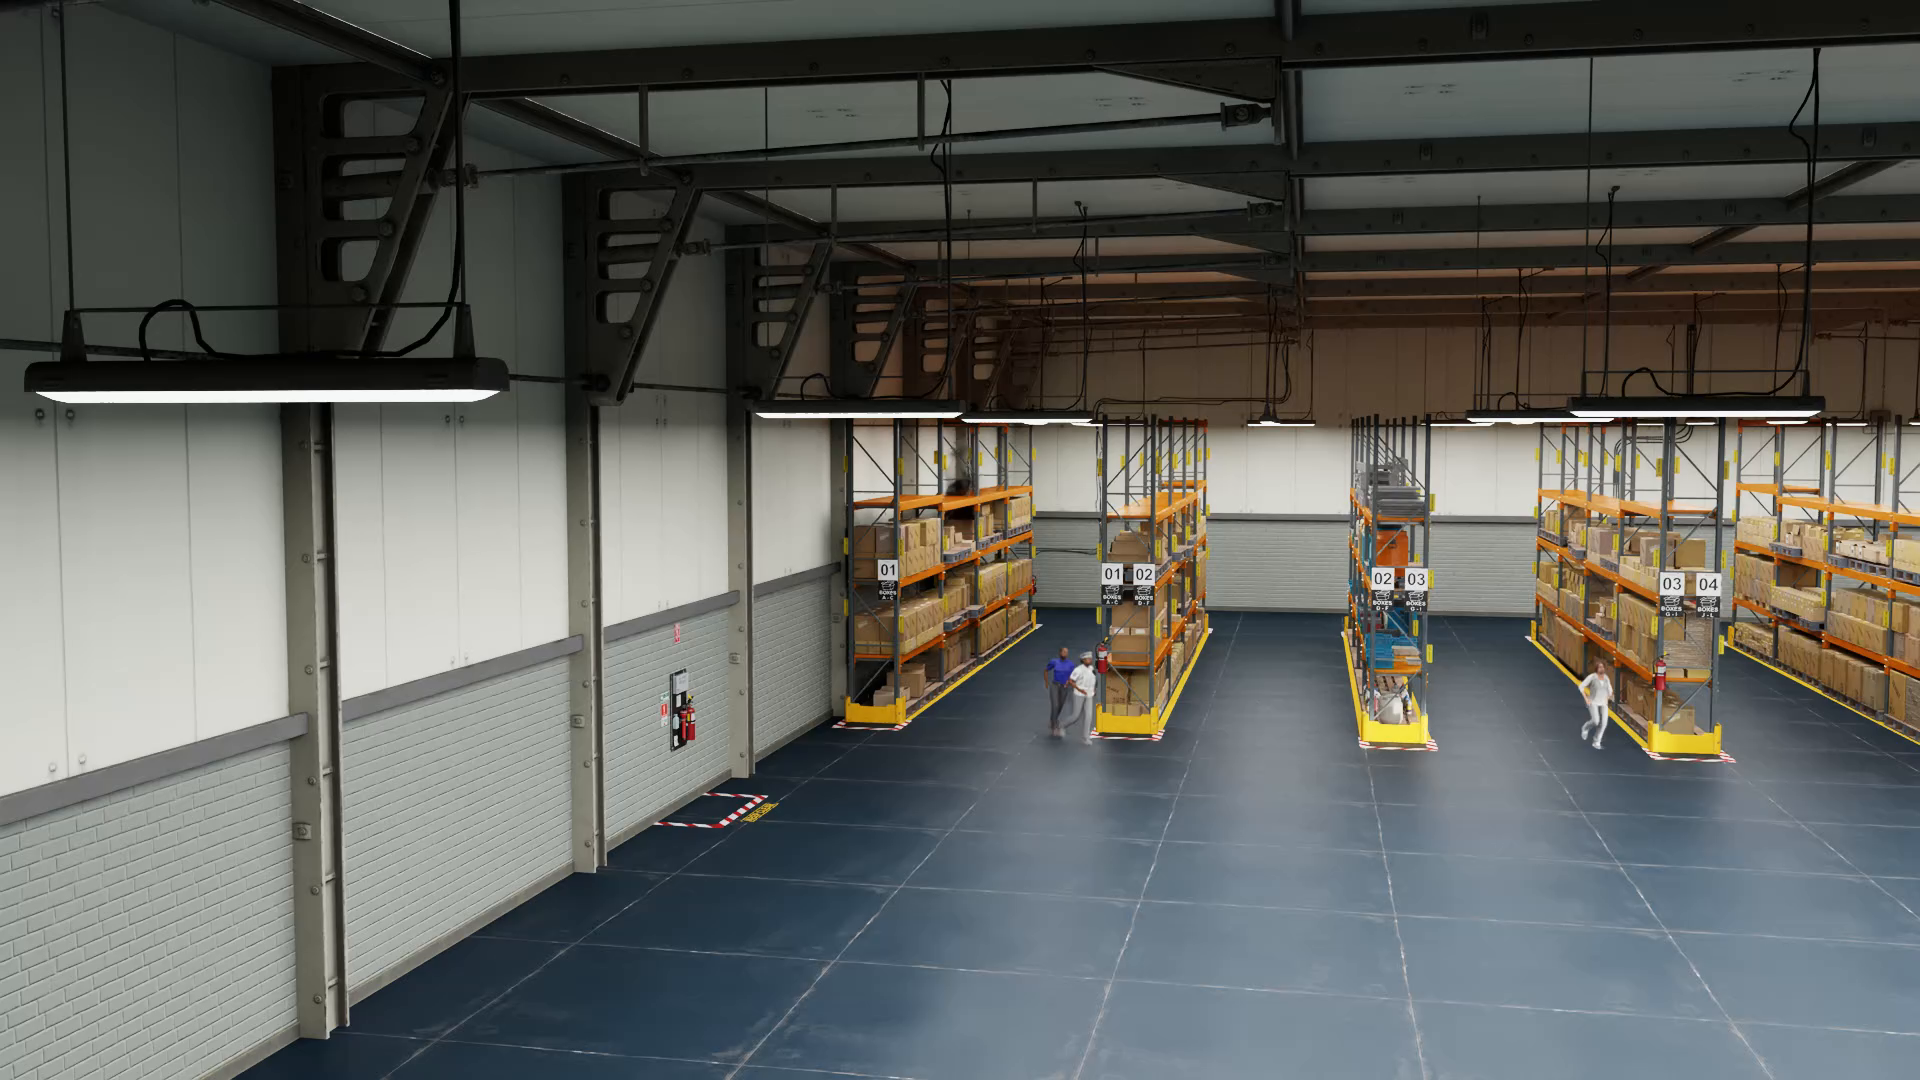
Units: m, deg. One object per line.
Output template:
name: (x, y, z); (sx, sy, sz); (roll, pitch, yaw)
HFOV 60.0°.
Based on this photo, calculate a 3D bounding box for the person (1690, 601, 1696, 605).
person: (18.751, 2.084, 42.064); (0.685, 1.705, 0.622); (1, 4, 12)

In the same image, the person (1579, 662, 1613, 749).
person: (11.473, 2.970, 29.947); (0.572, 1.572, 0.483); (-1, 4, -8)

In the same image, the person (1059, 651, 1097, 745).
person: (2.273, 2.862, 30.424); (0.653, 1.660, 0.895); (-2, 5, -33)

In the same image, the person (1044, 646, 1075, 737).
person: (1.898, 2.830, 31.355); (0.601, 1.658, 0.749); (-1, 4, -9)
